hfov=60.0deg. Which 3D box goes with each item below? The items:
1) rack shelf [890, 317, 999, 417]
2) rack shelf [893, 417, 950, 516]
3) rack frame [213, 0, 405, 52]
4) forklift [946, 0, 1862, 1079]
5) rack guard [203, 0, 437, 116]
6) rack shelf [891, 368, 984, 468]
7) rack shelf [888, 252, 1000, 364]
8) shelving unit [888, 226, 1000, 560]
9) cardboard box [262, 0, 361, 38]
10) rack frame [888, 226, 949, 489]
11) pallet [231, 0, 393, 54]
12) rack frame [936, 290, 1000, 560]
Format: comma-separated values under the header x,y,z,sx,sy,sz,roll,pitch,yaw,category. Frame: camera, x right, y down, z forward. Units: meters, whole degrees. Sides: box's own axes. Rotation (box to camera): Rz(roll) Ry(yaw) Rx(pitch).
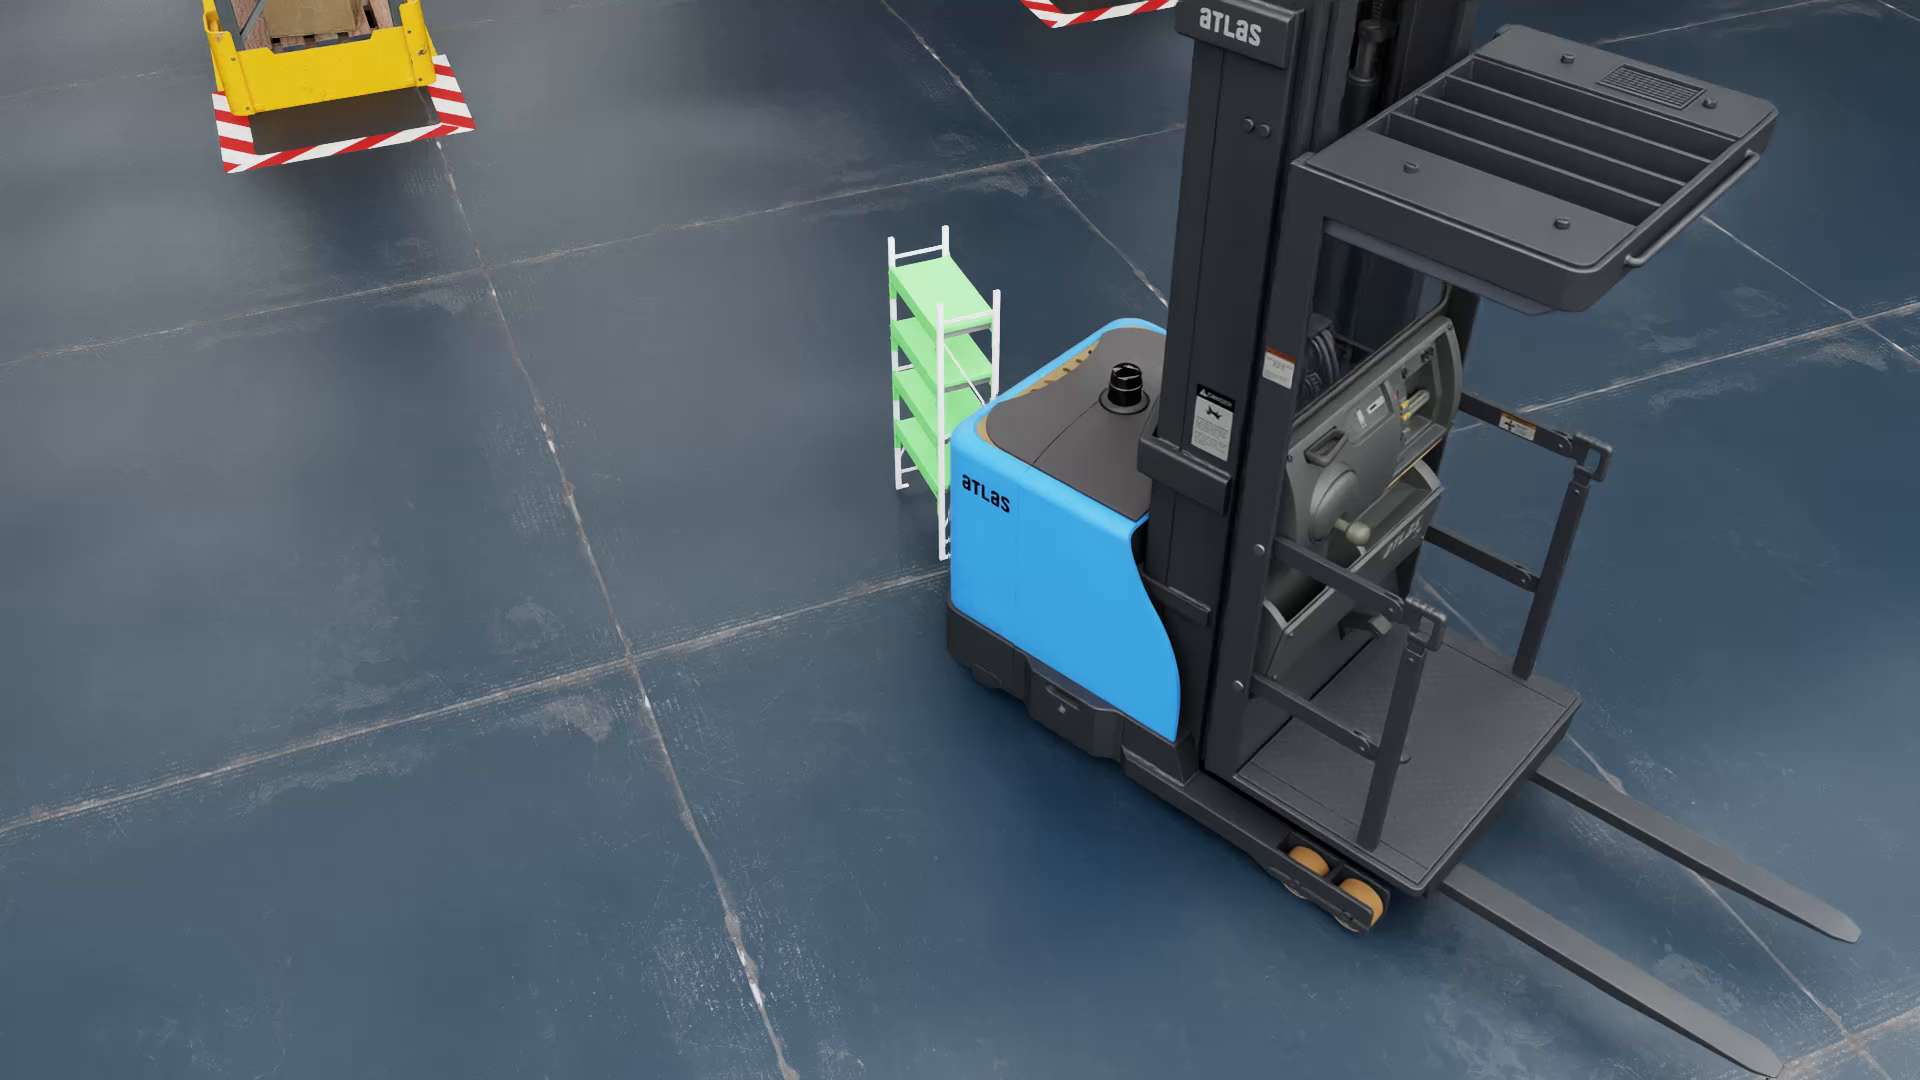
x,y,z,sx,sy,sz,roll,pitch,yaw,category
-0.063,-0.688,6.360,0.258,0.148,0.480,-15,43,-17,rack shelf
-0.063,-0.324,6.673,0.258,0.148,0.480,-15,43,-17,rack shelf
-3.690,-3.773,8.837,1.000,3.000,0.127,-15,43,-17,rack frame
1.383,-0.256,4.800,3.031,2.935,1.130,30,49,30,forklift
-3.719,-2.871,9.706,1.175,0.500,0.348,-15,43,-17,rack guard
-0.063,-0.506,6.516,0.258,0.148,0.480,-15,43,-17,rack shelf
-0.063,-0.870,6.203,0.258,0.148,0.480,-15,43,-17,rack shelf
-0.063,-0.555,6.475,0.258,1.200,0.503,-15,43,-17,shelving unit
-3.913,-3.365,9.958,0.500,0.500,0.500,-8,41,-9,cardboard box
-0.157,-0.702,6.646,0.240,1.200,0.015,-15,43,-17,rack frame
-3.997,-3.260,10.379,1.003,0.211,1.213,-15,43,-17,pallet
0.030,-0.408,6.304,0.240,1.200,0.015,-15,43,-17,rack frame
